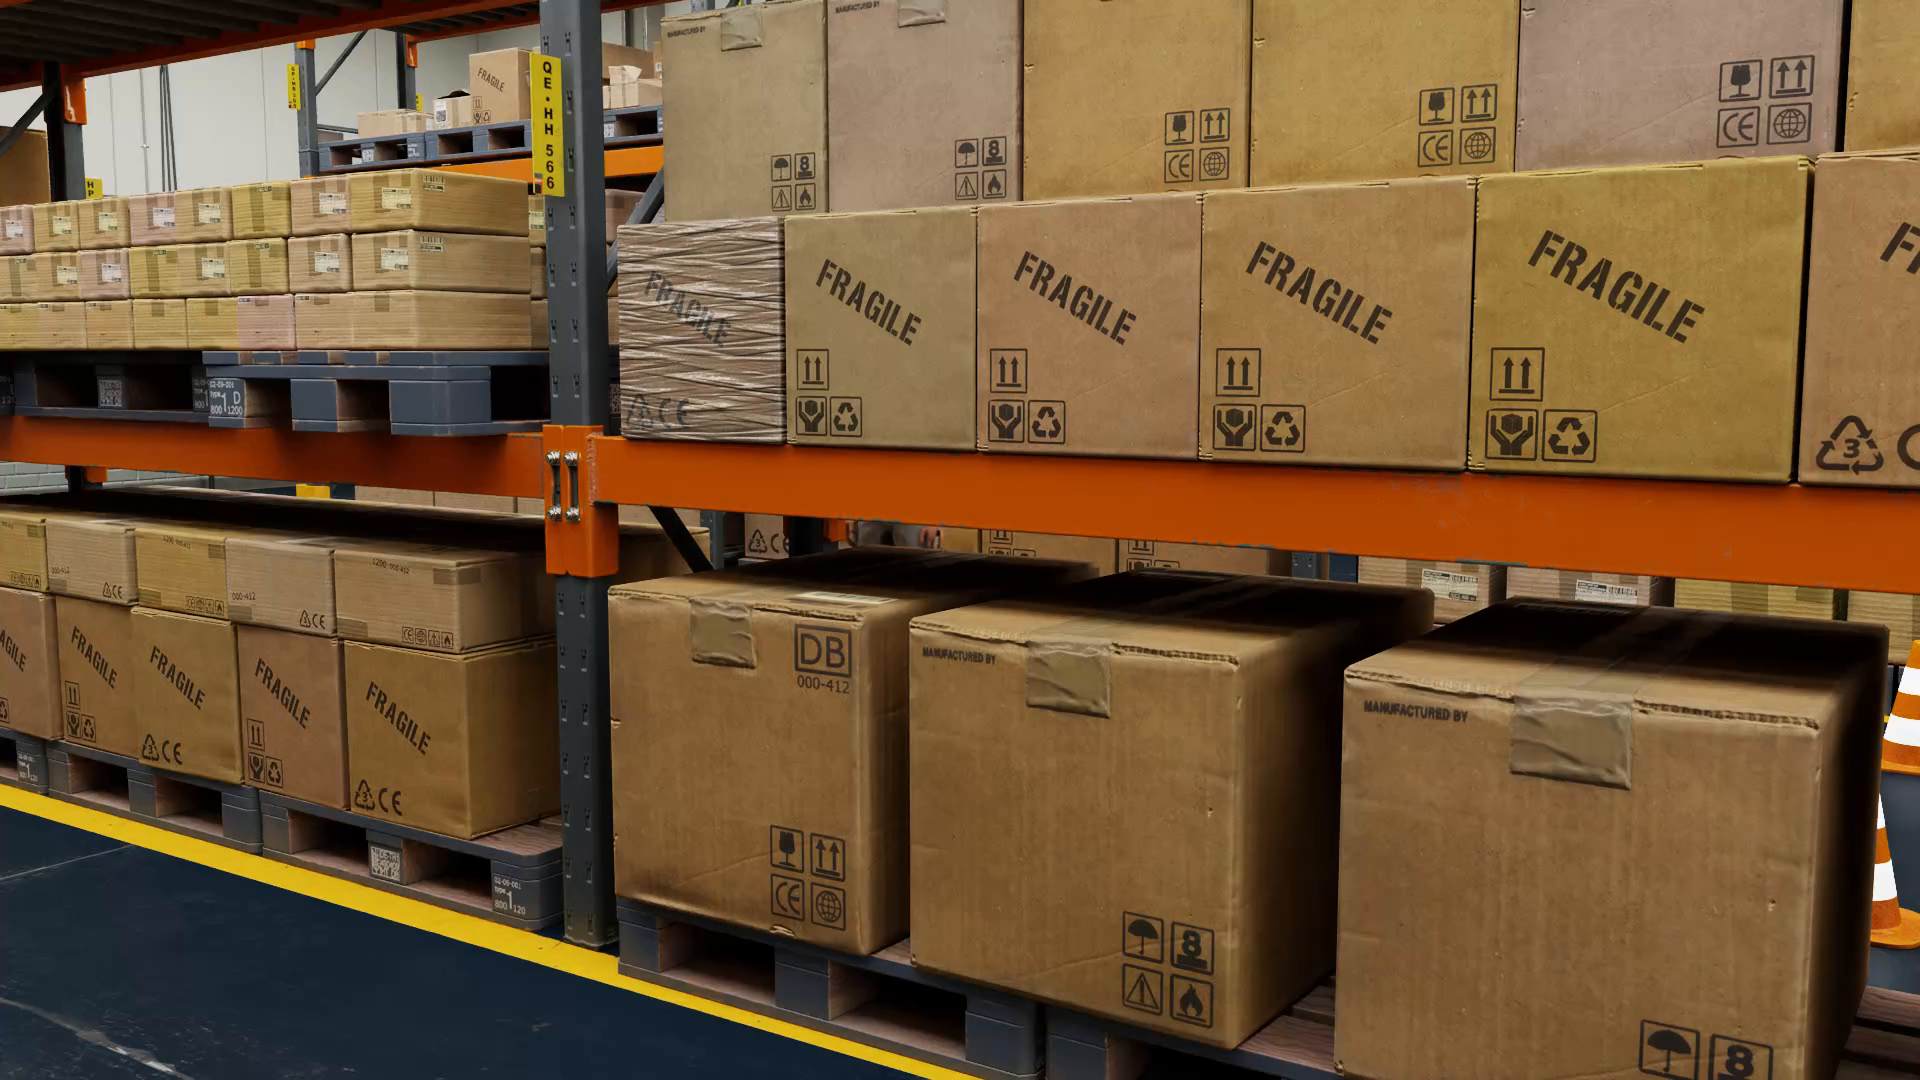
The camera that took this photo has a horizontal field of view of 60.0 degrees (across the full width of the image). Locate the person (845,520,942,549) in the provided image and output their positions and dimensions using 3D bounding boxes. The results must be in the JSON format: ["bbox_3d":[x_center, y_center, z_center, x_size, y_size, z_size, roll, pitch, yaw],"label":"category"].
[{"bbox_3d":[-0.252,-0.075,6.640,0.487,1.673,0.356,4,8,34],"label":"person"}]
